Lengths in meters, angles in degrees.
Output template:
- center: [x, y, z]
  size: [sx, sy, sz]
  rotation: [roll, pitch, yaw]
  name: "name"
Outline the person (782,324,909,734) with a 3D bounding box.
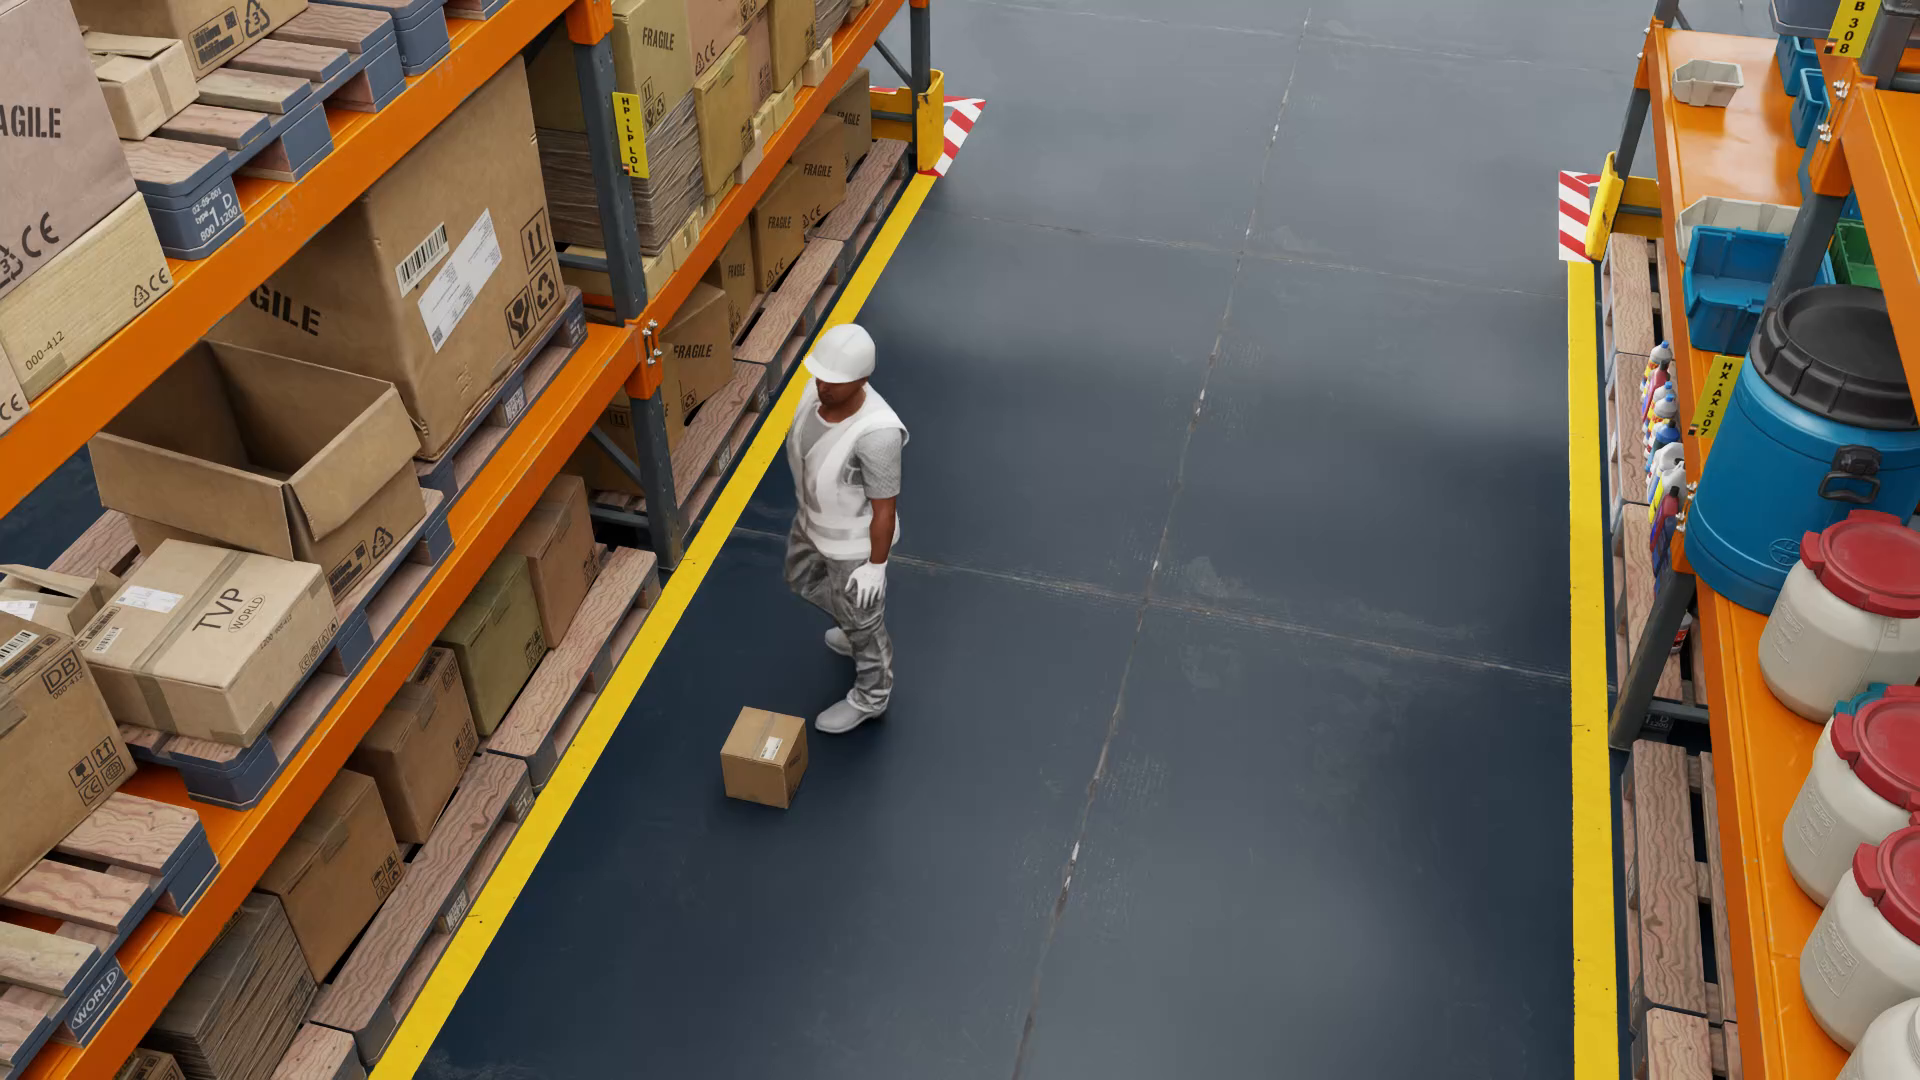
- center: [-0.437, -0.042, 6.164]
  size: [0.418, 1.783, 0.620]
  rotation: [-19, 44, -21]
  name: "person"
